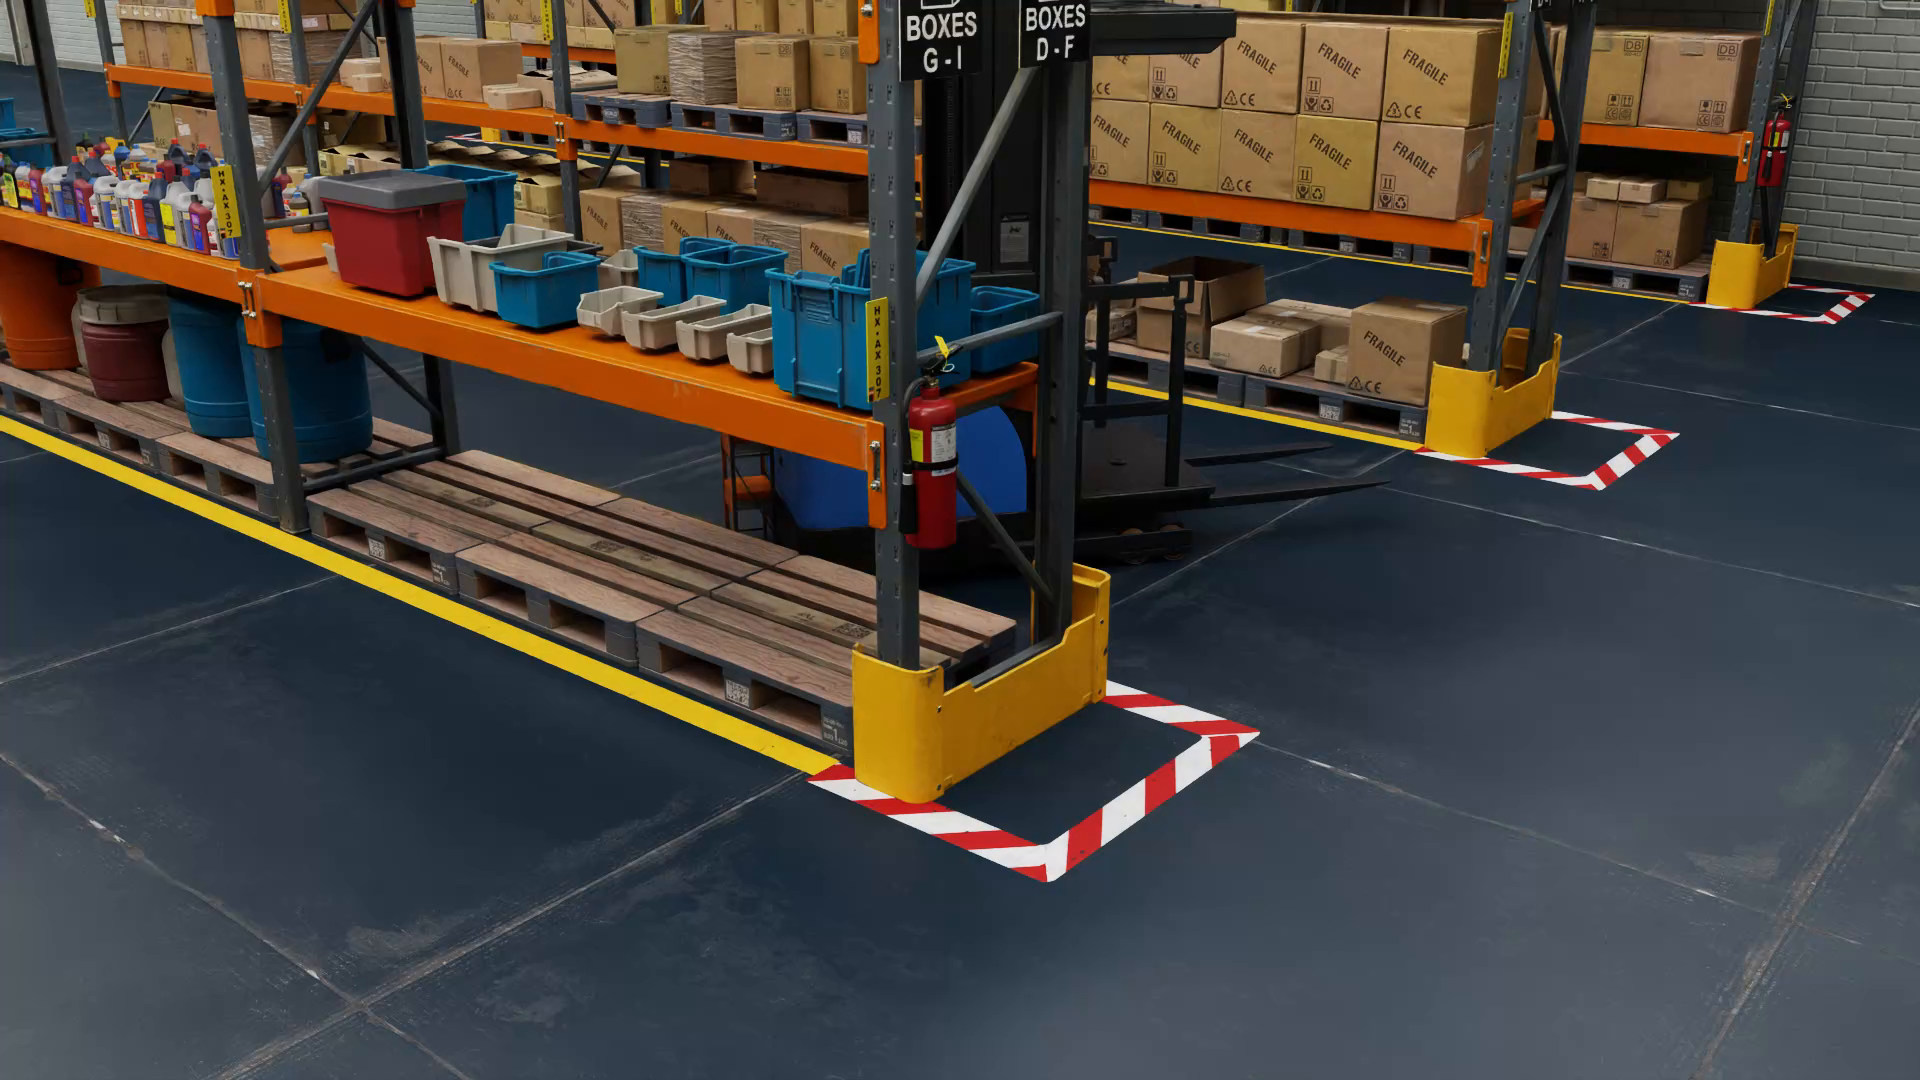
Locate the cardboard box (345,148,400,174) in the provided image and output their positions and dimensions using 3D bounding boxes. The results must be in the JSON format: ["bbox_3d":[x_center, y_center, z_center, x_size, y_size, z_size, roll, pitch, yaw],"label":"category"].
[{"bbox_3d":[-5.540,-3.610,15.997,0.500,0.311,0.500,16,26,36],"label":"cardboard box"}]

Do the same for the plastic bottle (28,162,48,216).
[{"bbox_3d":[-5.126,-1.956,9.268,0.133,0.283,0.061,16,26,36],"label":"plastic bottle"}]

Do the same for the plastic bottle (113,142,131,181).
[{"bbox_3d":[-5.133,-2.306,10.214,0.097,0.271,0.097,0,21,0],"label":"plastic bottle"}]

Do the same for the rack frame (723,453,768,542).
[{"bbox_3d":[-1.037,-0.470,7.927,0.200,1.050,0.008,-6,22,-16],"label":"rack frame"}]

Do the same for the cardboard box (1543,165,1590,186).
[{"bbox_3d":[5.172,-3.100,14.166,0.250,0.149,0.380,17,26,37],"label":"cardboard box"}]

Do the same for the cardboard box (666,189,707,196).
[{"bbox_3d":[-2.116,-2.710,14.024,0.500,0.500,0.500,17,27,38],"label":"cardboard box"}]

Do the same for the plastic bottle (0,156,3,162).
[{"bbox_3d":[-5.634,-2.119,9.713,0.135,0.276,0.152,16,26,36],"label":"plastic bottle"}]

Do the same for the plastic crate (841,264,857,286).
[{"bbox_3d":[-0.419,-0.922,6.515,0.300,0.233,0.416,16,26,36],"label":"plastic crate"}]

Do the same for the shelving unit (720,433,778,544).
[{"bbox_3d":[-1.000,-0.429,7.818,0.215,1.050,0.252,-6,22,-16],"label":"shelving unit"}]

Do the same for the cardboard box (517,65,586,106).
[{"bbox_3d":[-3.559,-4.029,14.729,0.500,0.311,0.500,16,26,36],"label":"cardboard box"}]

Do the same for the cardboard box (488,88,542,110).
[{"bbox_3d":[-3.860,-3.826,14.420,0.250,0.149,0.380,16,26,36],"label":"cardboard box"}]

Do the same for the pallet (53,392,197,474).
[{"bbox_3d":[-4.545,-0.724,9.789,1.213,0.211,1.003,16,26,36],"label":"pallet"}]

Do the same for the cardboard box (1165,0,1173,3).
[{"bbox_3d":[1.931,-5.092,15.766,0.500,0.250,0.500,17,26,37],"label":"cardboard box"}]

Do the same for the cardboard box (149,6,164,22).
[{"bbox_3d":[-8.426,-5.636,17.802,0.250,0.149,0.380,16,26,35],"label":"cardboard box"}]

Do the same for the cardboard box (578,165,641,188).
[{"bbox_3d":[-3.209,-3.188,14.878,0.500,0.311,0.500,17,27,38],"label":"cardboard box"}]

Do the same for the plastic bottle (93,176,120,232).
[{"bbox_3d":[-4.492,-1.790,8.840,0.135,0.276,0.152,16,26,36],"label":"plastic bottle"}]

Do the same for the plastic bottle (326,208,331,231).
[{"bbox_3d":[-3.319,-1.783,8.829,0.097,0.271,0.097,0,21,0],"label":"plastic bottle"}]

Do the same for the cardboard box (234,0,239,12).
[{"bbox_3d":[-7.215,-5.686,17.016,0.500,0.500,0.700,16,26,36],"label":"cardboard box"}]

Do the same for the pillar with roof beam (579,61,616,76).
[{"bbox_3d":[-7.690,-8.669,18.403,0.400,9.000,9.100,16,26,36],"label":"pillar with roof beam"}]

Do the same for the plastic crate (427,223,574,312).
[{"bbox_3d":[-1.958,-1.155,7.062,0.530,0.282,0.437,16,26,36],"label":"plastic crate"}]

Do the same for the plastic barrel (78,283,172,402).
[{"bbox_3d":[-4.859,-1.177,9.861,0.708,0.588,0.600,16,26,36],"label":"plastic barrel"}]

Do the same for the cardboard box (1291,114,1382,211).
[{"bbox_3d":[2.286,-2.221,9.665,0.500,0.500,0.500,16,26,37],"label":"cardboard box"}]

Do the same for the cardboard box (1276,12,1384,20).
[{"bbox_3d":[2.238,-2.947,10.173,0.500,0.500,0.500,17,26,37],"label":"cardboard box"}]

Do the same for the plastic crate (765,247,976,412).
[{"bbox_3d":[-0.303,-0.749,5.768,0.499,0.435,0.616,16,26,36],"label":"plastic crate"}]

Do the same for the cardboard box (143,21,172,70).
[{"bbox_3d":[-8.423,-5.427,18.166,0.500,0.500,0.700,17,26,38],"label":"cardboard box"}]

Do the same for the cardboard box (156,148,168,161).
[{"bbox_3d":[-8.522,-4.222,18.416,0.500,0.250,0.500,16,26,36],"label":"cardboard box"}]

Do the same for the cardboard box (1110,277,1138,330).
[{"bbox_3d":[1.312,-1.657,11.499,0.500,0.311,0.500,16,26,36],"label":"cardboard box"}]

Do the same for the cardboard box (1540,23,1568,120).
[{"bbox_3d":[4.781,-3.972,14.025,0.700,0.700,0.980,15,25,34],"label":"cardboard box"}]

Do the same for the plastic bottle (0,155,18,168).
[{"bbox_3d":[-5.523,-2.100,9.669,0.097,0.271,0.097,0,21,0],"label":"plastic bottle"}]

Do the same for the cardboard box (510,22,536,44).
[{"bbox_3d":[-5.469,-6.590,21.577,0.500,0.250,0.500,15,25,35],"label":"cardboard box"}]

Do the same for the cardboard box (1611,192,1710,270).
[{"bbox_3d":[5.733,-2.545,13.612,0.500,0.500,0.700,16,26,36],"label":"cardboard box"}]

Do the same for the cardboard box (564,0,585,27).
[{"bbox_3d":[-4.697,-6.718,20.853,0.500,0.500,0.500,17,27,38],"label":"cardboard box"}]

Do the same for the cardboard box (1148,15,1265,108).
[{"bbox_3d":[1.496,-2.914,10.086,0.500,0.500,0.500,17,27,38],"label":"cardboard box"}]

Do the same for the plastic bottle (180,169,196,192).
[{"bbox_3d":[-3.996,-1.746,8.618,0.185,0.351,0.144,16,26,36],"label":"plastic bottle"}]

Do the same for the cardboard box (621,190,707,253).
[{"bbox_3d":[-2.408,-2.560,13.625,0.500,0.500,0.500,15,25,34],"label":"cardboard box"}]

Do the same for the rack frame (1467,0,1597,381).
[{"bbox_3d":[3.209,-2.034,9.310,0.127,3.000,1.000,16,26,36],"label":"rack frame"}]

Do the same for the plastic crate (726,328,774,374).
[{"bbox_3d":[-0.672,-0.718,6.109,0.243,0.136,0.396,16,26,36],"label":"plastic crate"}]

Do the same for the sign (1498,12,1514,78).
[{"bbox_3d":[2.843,-2.576,8.660,0.005,0.325,0.100,16,26,36],"label":"sign"}]

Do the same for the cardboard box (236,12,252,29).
[{"bbox_3d":[-7.033,-5.235,16.739,0.250,0.149,0.380,16,26,36],"label":"cardboard box"}]

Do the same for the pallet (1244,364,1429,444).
[{"bbox_3d":[2.532,-0.924,10.318,1.213,0.211,1.003,16,26,36],"label":"pallet"}]

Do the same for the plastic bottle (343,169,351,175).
[{"bbox_3d":[-3.124,-1.726,8.564,0.185,0.351,0.144,16,26,36],"label":"plastic bottle"}]

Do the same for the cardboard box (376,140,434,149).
[{"bbox_3d":[-5.593,-3.871,16.690,0.500,0.311,0.500,16,26,36],"label":"cardboard box"}]

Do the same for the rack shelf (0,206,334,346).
[{"bbox_3d":[-4.574,-1.683,9.399,4.000,0.370,1.077,16,26,36],"label":"rack shelf"}]

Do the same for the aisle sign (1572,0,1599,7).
[{"bbox_3d":[3.448,-3.315,9.024,0.004,0.787,0.394,16,26,36],"label":"aisle sign"}]

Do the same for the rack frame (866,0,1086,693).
[{"bbox_3d":[0.074,-0.681,5.722,0.127,3.000,1.000,16,26,36],"label":"rack frame"}]

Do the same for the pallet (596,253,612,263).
[{"bbox_3d":[-2.434,-2.337,14.066,1.213,0.211,1.003,16,26,36],"label":"pallet"}]

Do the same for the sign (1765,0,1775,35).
[{"bbox_3d":[5.985,-3.896,12.272,0.005,0.325,0.100,16,26,36],"label":"sign"}]

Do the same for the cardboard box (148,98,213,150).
[{"bbox_3d":[-8.523,-4.573,18.282,0.500,0.500,0.500,16,26,36],"label":"cardboard box"}]

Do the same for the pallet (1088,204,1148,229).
[{"bbox_3d":[1.645,-3.400,16.885,1.213,0.211,1.003,16,26,36],"label":"pallet"}]

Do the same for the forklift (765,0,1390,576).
[{"bbox_3d":[0.608,-1.430,7.807,3.031,2.935,1.130,-6,21,-14],"label":"forklift"}]

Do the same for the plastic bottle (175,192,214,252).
[{"bbox_3d":[-3.817,-1.596,8.325,0.135,0.276,0.152,16,26,36],"label":"plastic bottle"}]

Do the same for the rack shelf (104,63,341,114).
[{"bbox_3d":[-7.637,-4.821,17.720,4.000,0.370,1.077,16,26,36],"label":"rack shelf"}]

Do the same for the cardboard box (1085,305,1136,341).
[{"bbox_3d":[0.975,-1.463,11.190,0.250,0.166,0.380,16,26,36],"label":"cardboard box"}]

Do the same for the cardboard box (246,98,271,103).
[{"bbox_3d":[-7.799,-4.607,18.373,0.500,0.500,0.500,16,26,36],"label":"cardboard box"}]
